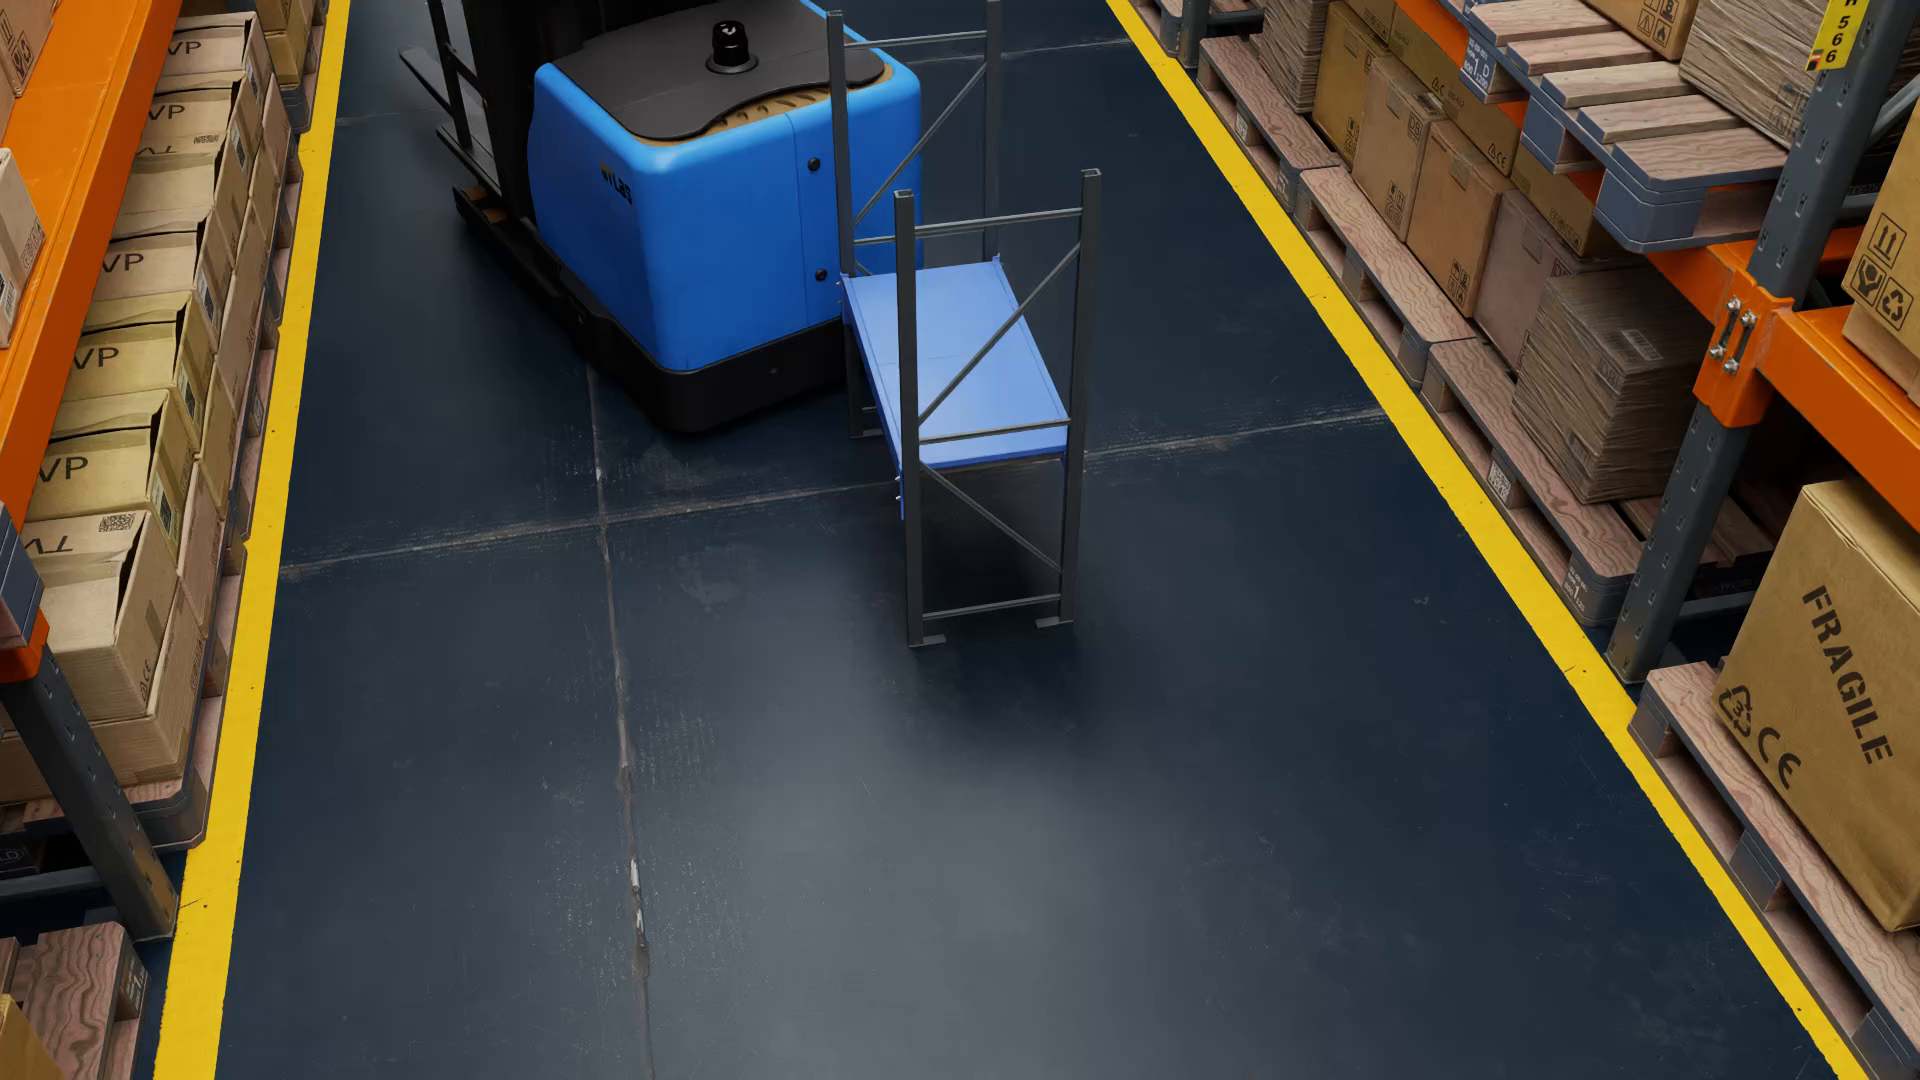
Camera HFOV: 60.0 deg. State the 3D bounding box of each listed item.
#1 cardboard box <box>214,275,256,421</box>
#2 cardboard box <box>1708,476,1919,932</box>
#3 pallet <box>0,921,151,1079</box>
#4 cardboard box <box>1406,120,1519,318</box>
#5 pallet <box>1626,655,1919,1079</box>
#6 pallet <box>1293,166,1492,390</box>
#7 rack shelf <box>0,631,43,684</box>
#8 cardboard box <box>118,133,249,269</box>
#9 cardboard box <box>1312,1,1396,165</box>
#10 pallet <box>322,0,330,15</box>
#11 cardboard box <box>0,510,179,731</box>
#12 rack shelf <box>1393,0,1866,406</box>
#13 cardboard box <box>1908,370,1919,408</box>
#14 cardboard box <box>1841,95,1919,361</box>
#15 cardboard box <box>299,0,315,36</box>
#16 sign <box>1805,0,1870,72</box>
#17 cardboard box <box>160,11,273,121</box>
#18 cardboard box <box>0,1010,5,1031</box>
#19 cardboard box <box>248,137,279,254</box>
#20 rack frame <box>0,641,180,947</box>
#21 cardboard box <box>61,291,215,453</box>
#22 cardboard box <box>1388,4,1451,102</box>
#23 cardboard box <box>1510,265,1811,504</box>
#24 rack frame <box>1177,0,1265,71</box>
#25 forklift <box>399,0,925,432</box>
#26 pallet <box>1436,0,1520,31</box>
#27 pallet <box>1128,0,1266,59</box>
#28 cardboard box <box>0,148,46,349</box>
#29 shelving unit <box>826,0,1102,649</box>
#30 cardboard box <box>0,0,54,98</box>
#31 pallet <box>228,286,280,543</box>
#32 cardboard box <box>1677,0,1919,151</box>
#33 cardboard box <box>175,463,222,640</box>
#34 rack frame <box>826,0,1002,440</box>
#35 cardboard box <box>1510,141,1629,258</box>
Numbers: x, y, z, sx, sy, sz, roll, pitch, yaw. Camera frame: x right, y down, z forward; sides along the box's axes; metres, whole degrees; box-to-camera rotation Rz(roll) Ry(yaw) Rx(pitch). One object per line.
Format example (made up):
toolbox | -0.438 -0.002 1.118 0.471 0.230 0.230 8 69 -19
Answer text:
cardboard box | -2.619 -0.603 5.424 0.500 0.250 0.500 -8 42 -8
cardboard box | 2.412 0.332 3.920 0.750 0.750 0.750 -9 42 -10
pallet | -2.330 1.434 3.476 1.003 0.211 1.213 -8 42 -9
cardboard box | 2.043 -1.168 5.858 0.700 0.500 0.500 -9 42 -10
pallet | 2.478 0.754 4.241 1.003 0.211 1.213 -8 42 -9
pallet | 1.954 -1.064 6.289 1.003 0.211 1.213 -8 42 -9
rack shelf | -2.023 1.467 1.879 1.077 0.370 4.000 -8 42 -9
cardboard box | -2.727 -1.148 5.616 0.500 0.311 0.500 -8 42 -9
cardboard box | 1.854 -1.830 6.604 0.700 0.500 0.500 -9 42 -10
pallet | -3.716 -2.962 8.428 1.003 0.211 1.213 -8 42 -9
cardboard box | -2.281 0.182 4.118 0.500 0.311 0.500 -7 42 -8
rack shelf | 1.950 -1.838 5.603 1.077 0.370 4.000 -8 42 -9
cardboard box | 2.272 -0.313 3.517 0.380 0.149 0.250 -8 42 -9
cardboard box | 2.236 -0.615 3.369 0.500 0.500 0.500 -7 42 -8
cardboard box | -3.225 -2.489 7.549 0.500 0.250 0.500 -8 42 -9
sign | 1.854 -1.130 3.451 0.100 0.325 0.005 -8 42 -9
cardboard box | -2.951 -1.808 6.360 0.500 0.311 0.500 -8 42 -9
cardboard box | -2.007 1.000 2.850 0.500 0.250 0.500 -7 42 -8
cardboard box | -2.838 -1.264 6.170 0.500 0.250 0.500 -9 42 -10
rack frame | -2.455 -0.098 3.101 1.000 3.000 0.127 -8 42 -9
cardboard box | -2.510 -0.488 4.873 0.500 0.311 0.500 -9 42 -10
cardboard box | 1.908 -1.817 6.024 0.500 0.250 0.500 -9 42 -11
cardboard box | 2.175 -0.499 5.105 0.700 0.500 0.500 -8 42 -9
rack frame | 1.518 -3.403 6.824 1.000 3.000 0.127 -8 42 -9
forklift | -1.355 -2.400 5.746 1.130 2.935 3.031 -24 47 -25
pallet | 1.914 -2.016 5.406 1.003 0.211 1.213 -8 42 -9
pallet | 1.339 -2.791 8.235 1.003 0.211 1.213 -8 42 -9
cardboard box | -2.459 -0.672 3.815 0.500 0.311 0.500 -9 42 -10
shelving unit | -0.018 -0.616 4.814 0.538 1.500 1.048 -8 42 -9
cardboard box | -2.946 -1.562 4.675 0.500 0.500 0.500 -8 42 -9
pallet | -2.854 -0.384 5.523 1.003 0.211 1.213 -8 42 -9
cardboard box | 2.270 -1.316 4.066 0.700 0.500 0.500 -13 43 -14
cardboard box | -2.390 0.066 4.671 0.500 0.250 0.500 -9 42 -10
rack frame | -0.128 -0.946 5.186 0.500 1.500 0.032 -8 42 -9
cardboard box | 2.113 -1.158 5.282 0.500 0.250 0.500 -8 42 -8
